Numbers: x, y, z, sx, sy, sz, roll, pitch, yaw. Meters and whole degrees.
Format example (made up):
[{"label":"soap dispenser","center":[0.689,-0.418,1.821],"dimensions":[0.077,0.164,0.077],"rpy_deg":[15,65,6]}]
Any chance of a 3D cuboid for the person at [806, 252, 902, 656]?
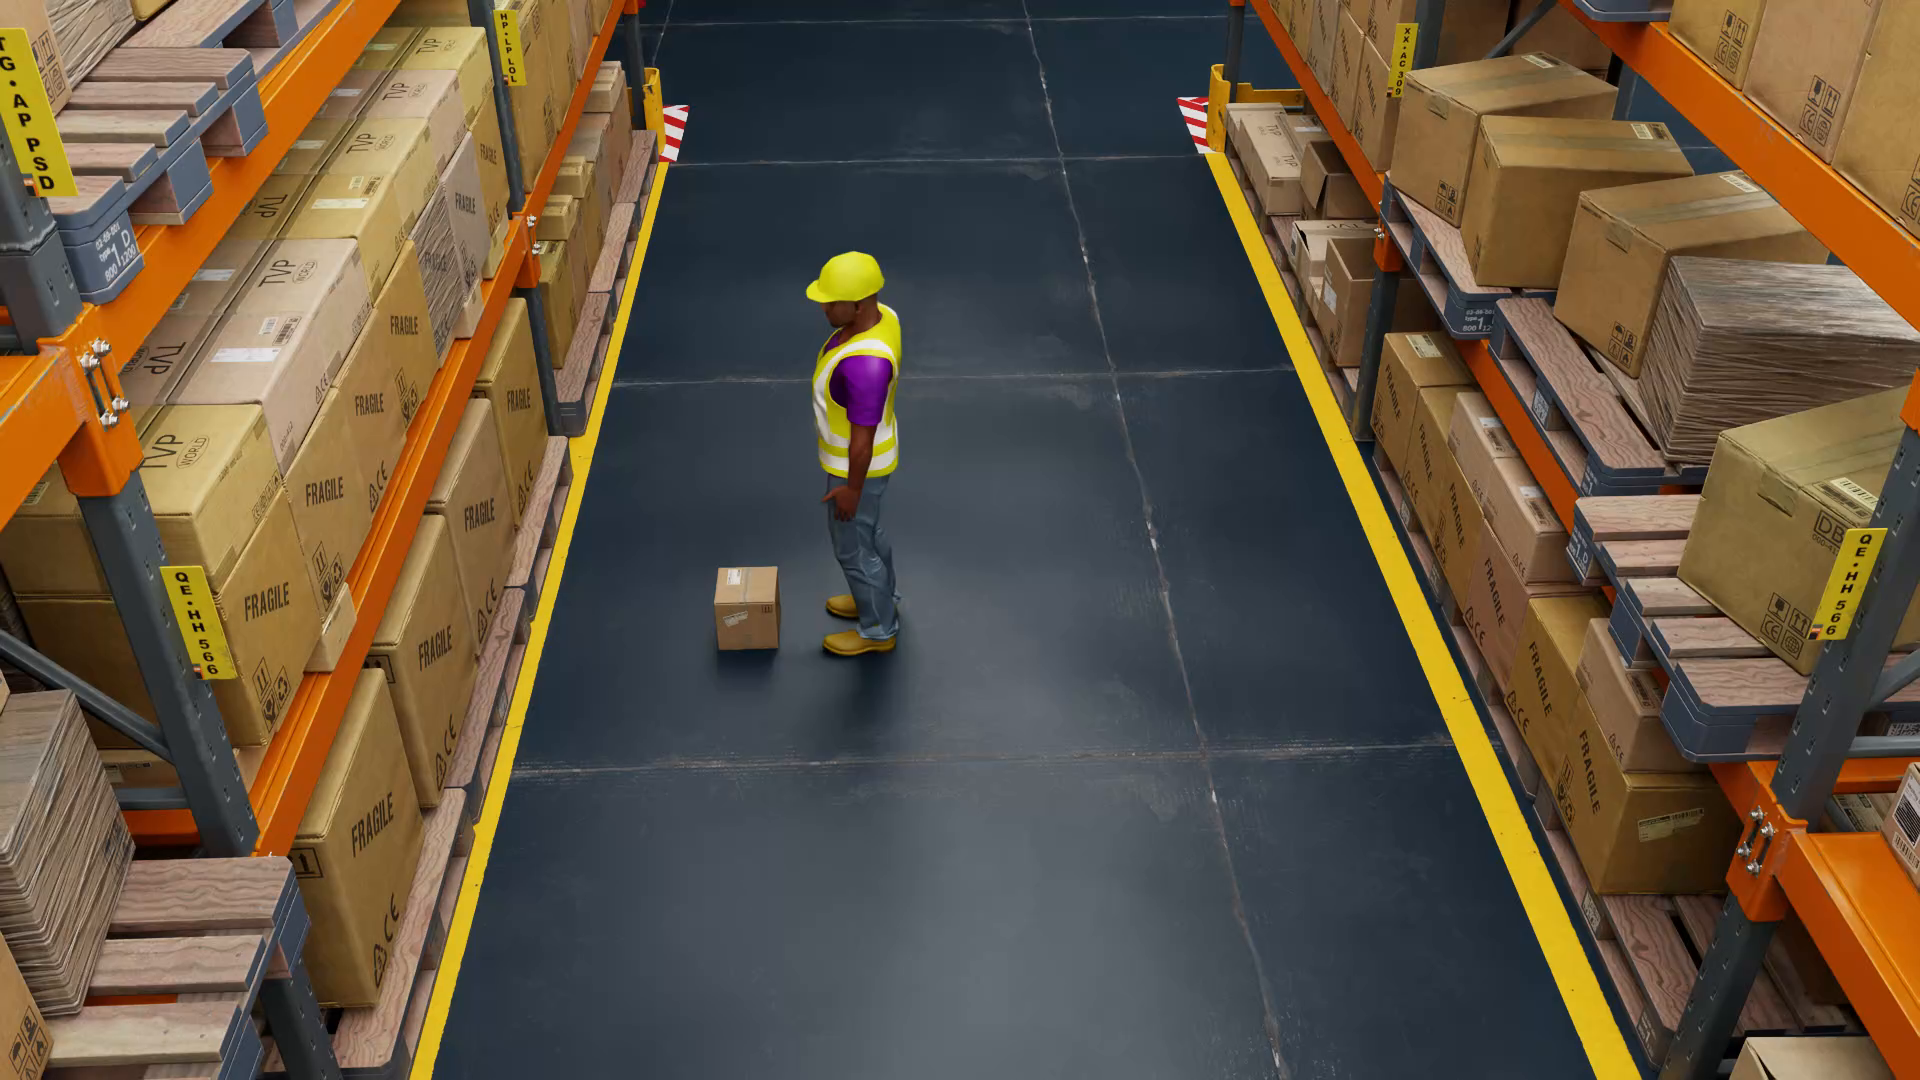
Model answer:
[{"label":"person","center":[-0.402,-0.330,6.597],"dimensions":[0.360,1.762,0.565],"rpy_deg":[-1,35,-1]}]
